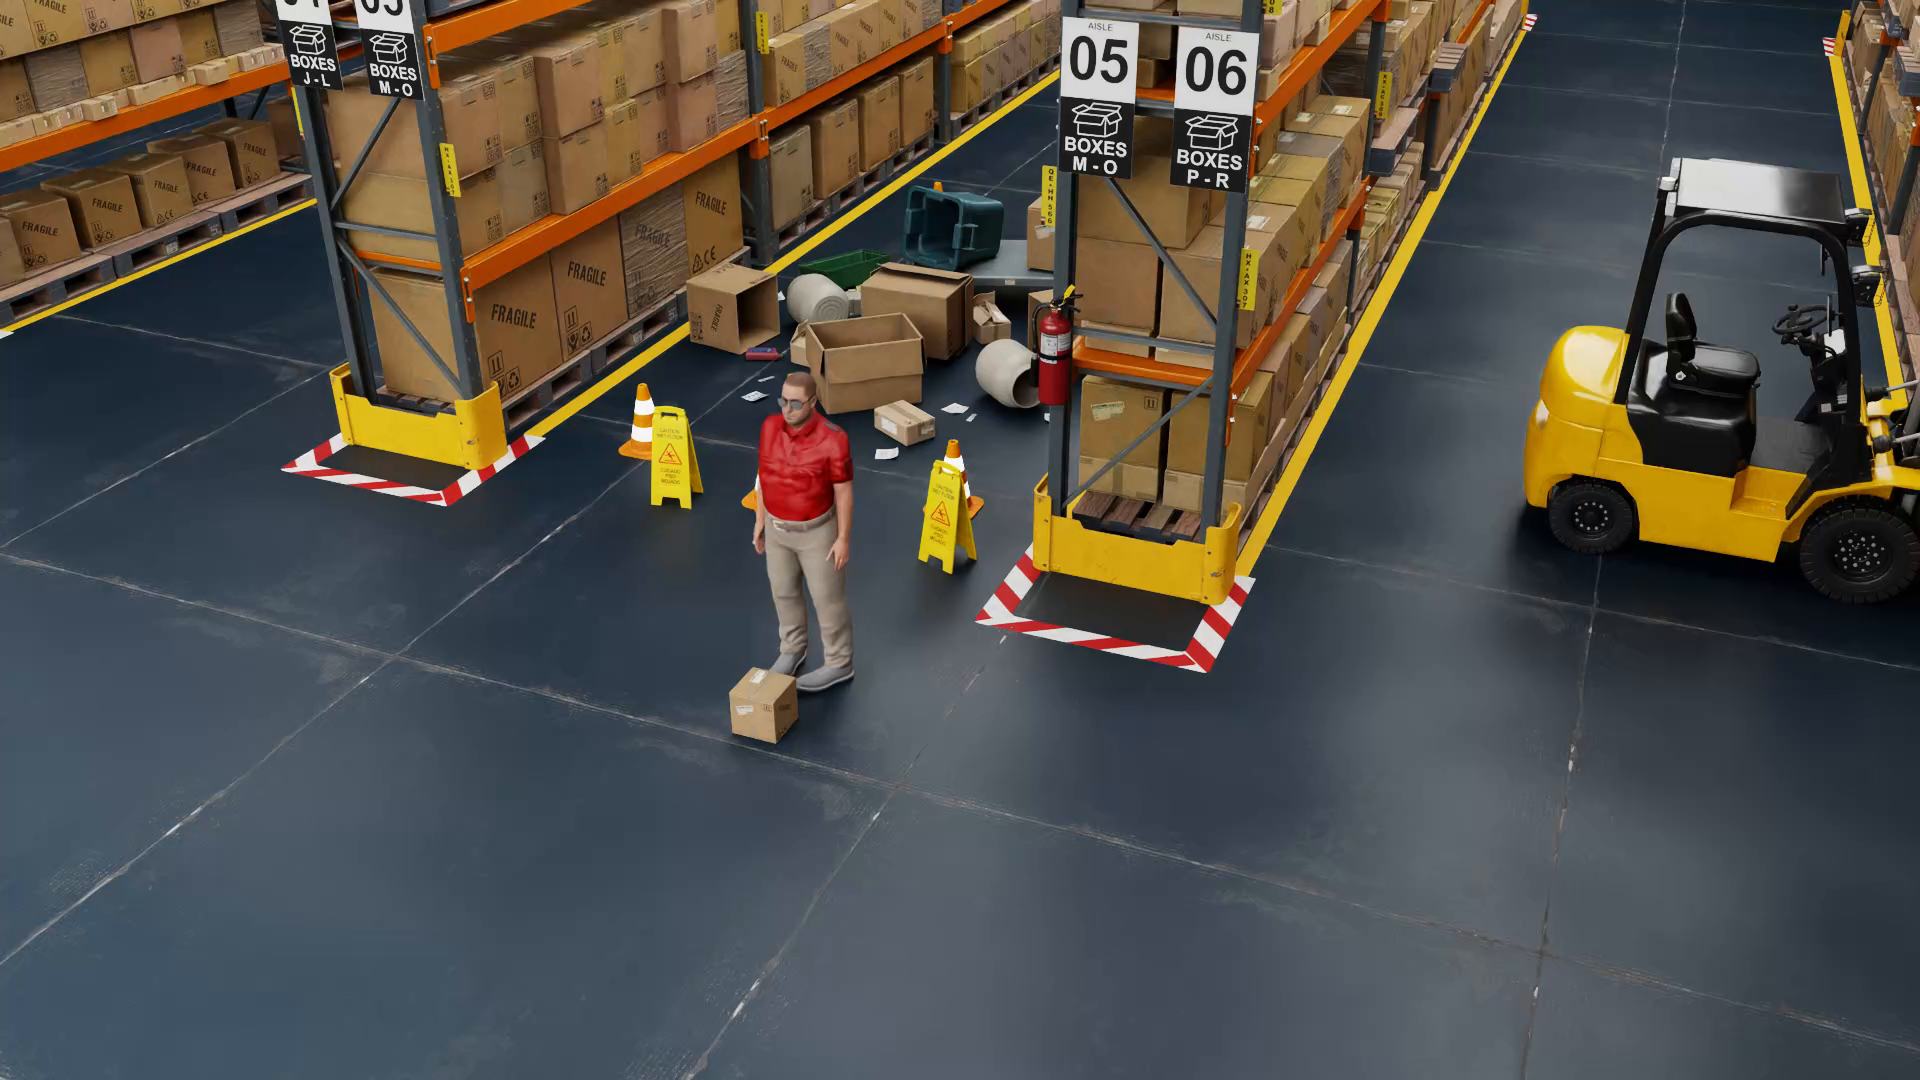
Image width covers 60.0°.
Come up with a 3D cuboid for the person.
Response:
[{"bbox_3d":[-0.809,-0.036,8.462,0.547,1.734,0.376,15,33,25],"label":"person"}]
